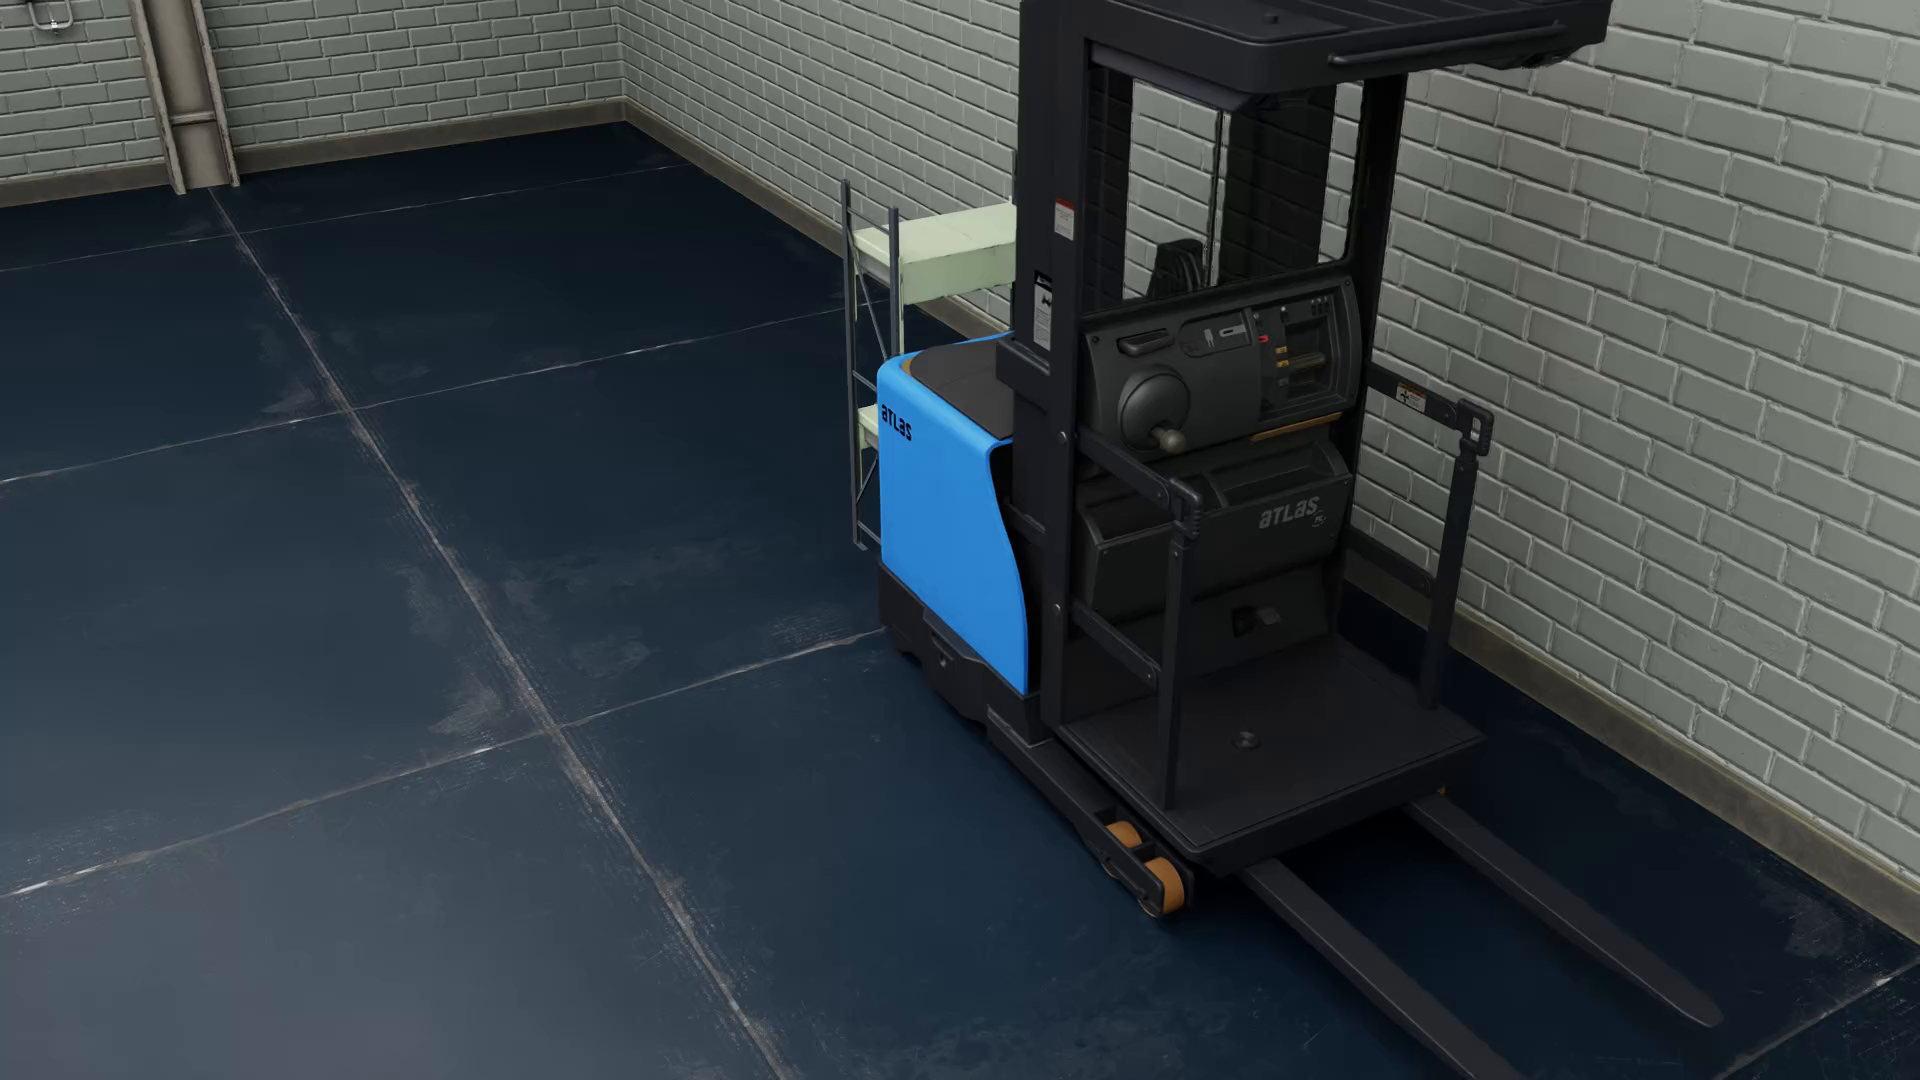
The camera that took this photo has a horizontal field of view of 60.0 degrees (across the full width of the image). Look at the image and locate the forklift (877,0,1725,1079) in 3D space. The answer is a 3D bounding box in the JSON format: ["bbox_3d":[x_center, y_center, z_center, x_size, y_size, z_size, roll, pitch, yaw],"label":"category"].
[{"bbox_3d":[0.866,-0.454,4.539,1.130,2.935,3.031,-15,32,-26],"label":"forklift"}]

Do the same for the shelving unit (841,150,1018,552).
[{"bbox_3d":[-0.006,-0.655,6.385,0.755,1.500,0.431,-16,33,-26],"label":"shelving unit"}]

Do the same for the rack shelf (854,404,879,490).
[{"bbox_3d":[-0.006,-0.370,6.542,0.720,0.370,0.431,-16,33,-26],"label":"rack shelf"}]

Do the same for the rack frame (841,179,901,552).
[{"bbox_3d":[-0.321,-0.565,6.222,0.023,1.500,0.400,-16,33,-26],"label":"rack frame"}]

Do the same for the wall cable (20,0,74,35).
[{"bbox_3d":[-6.267,-3.804,9.487,1.851,1.984,0.084,-16,33,-26],"label":"wall cable"}]

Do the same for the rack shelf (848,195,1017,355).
[{"bbox_3d":[-0.006,-0.997,6.196,0.720,0.370,0.431,-16,33,-26],"label":"rack shelf"}]

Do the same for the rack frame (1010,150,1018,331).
[{"bbox_3d":[0.310,-0.745,6.547,0.023,1.500,0.400,-16,33,-26],"label":"rack frame"}]

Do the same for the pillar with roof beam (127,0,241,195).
[{"bbox_3d":[-2.821,-4.506,5.602,0.400,9.000,9.100,-16,33,-26],"label":"pillar with roof beam"}]
